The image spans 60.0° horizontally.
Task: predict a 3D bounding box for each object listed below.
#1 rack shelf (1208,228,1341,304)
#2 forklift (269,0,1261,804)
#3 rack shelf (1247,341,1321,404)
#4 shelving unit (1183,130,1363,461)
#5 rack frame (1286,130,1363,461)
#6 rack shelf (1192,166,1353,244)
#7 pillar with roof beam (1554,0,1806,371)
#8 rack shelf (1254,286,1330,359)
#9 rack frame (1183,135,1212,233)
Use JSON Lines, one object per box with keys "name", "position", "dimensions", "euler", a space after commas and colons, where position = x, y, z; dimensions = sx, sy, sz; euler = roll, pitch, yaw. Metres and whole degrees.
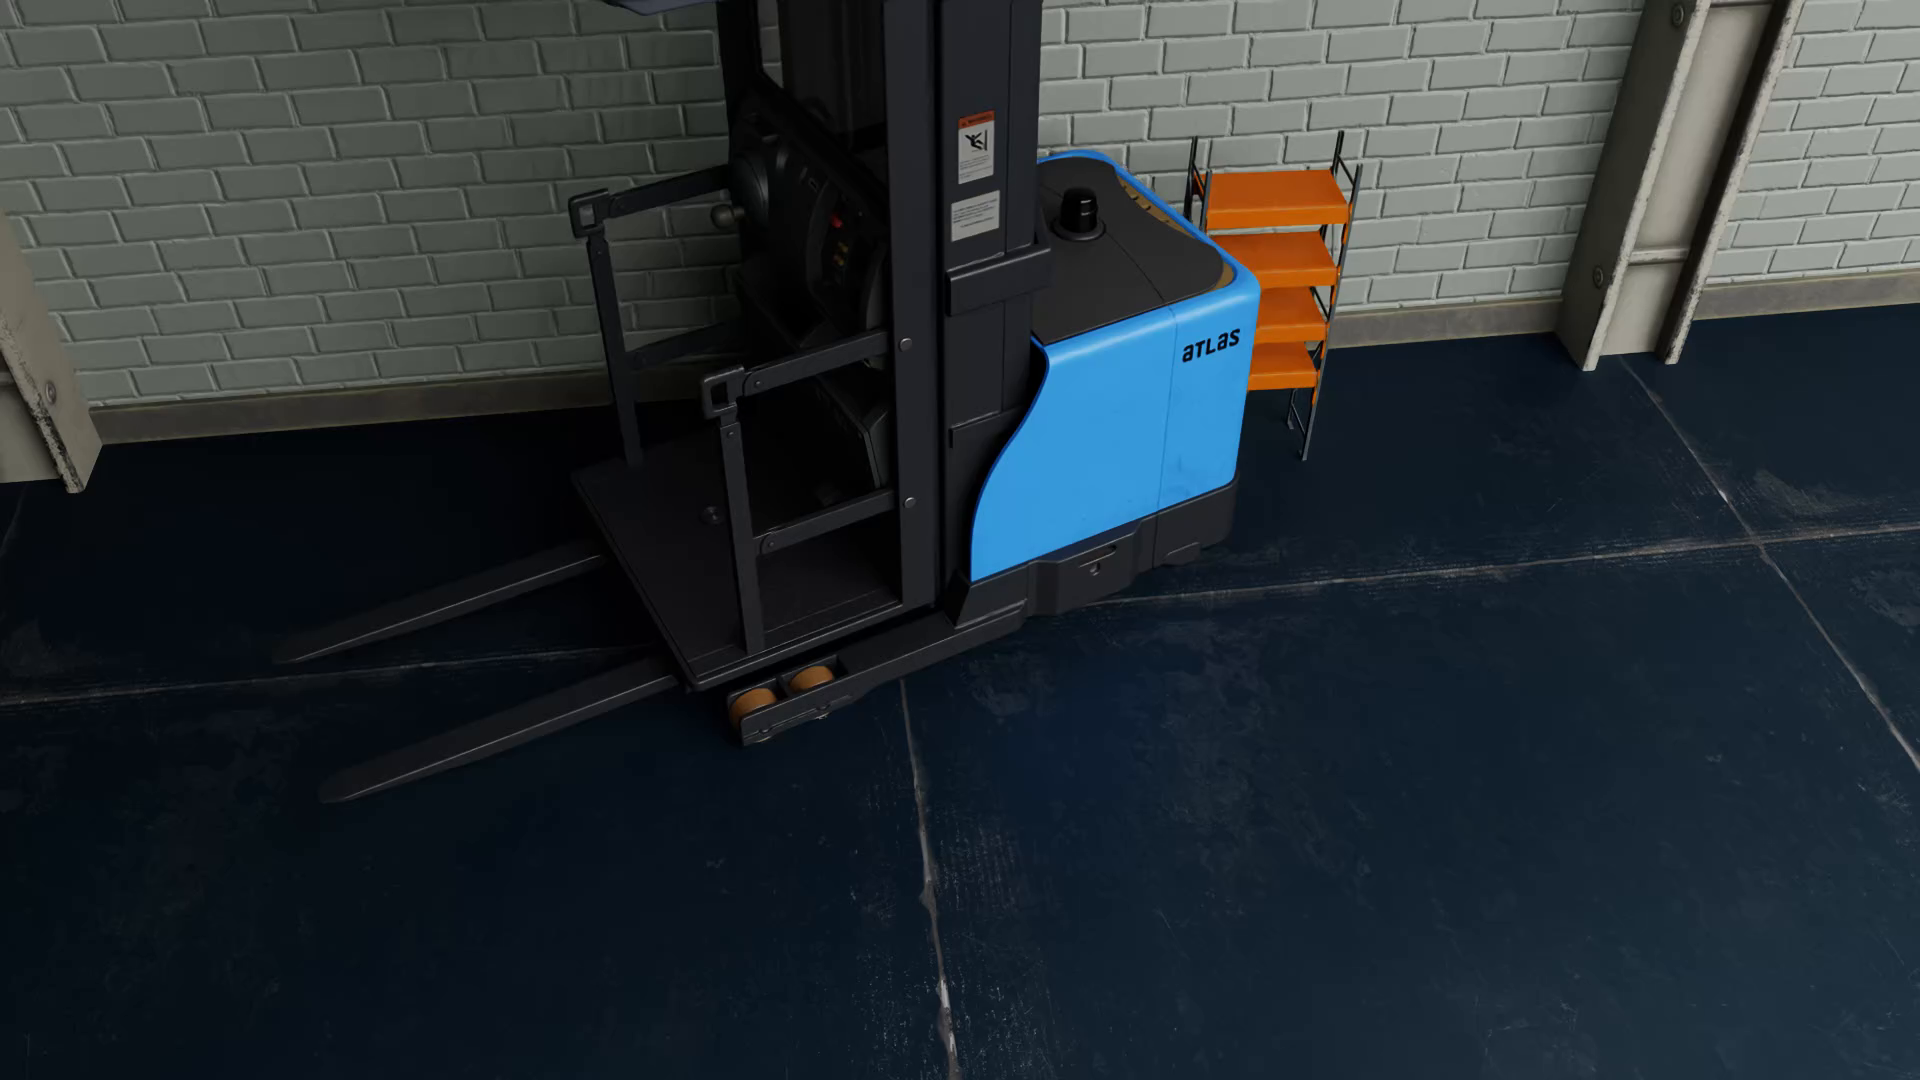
{"name": "rack shelf", "position": [1.011, -0.919, 5.633], "dimensions": [0.480, 0.148, 0.258], "euler": [-3, 42, -5]}
{"name": "forklift", "position": [-0.609, -0.879, 4.536], "dimensions": [3.031, 2.935, 1.130], "euler": [-20, 46, -21]}
{"name": "rack shelf", "position": [1.005, -0.604, 5.914], "dimensions": [0.480, 0.148, 0.258], "euler": [-3, 42, -5]}
{"name": "shelving unit", "position": [1.009, -0.802, 5.737], "dimensions": [0.503, 1.200, 0.258], "euler": [-3, 42, -5]}
{"name": "rack frame", "position": [1.252, -0.816, 5.758], "dimensions": [0.015, 1.200, 0.240], "euler": [-3, 42, -5]}
{"name": "rack shelf", "position": [1.014, -1.095, 5.476], "dimensions": [0.480, 0.148, 0.258], "euler": [-3, 42, -5]}
{"name": "pillar with roof beam", "position": [3.158, -1.260, 0.429], "dimensions": [0.400, 9.000, 9.100], "euler": [-5, 42, -6]}
{"name": "rack shelf", "position": [1.008, -0.752, 5.782], "dimensions": [0.480, 0.148, 0.258], "euler": [-3, 42, -5]}
{"name": "rack frame", "position": [0.766, -0.788, 5.716], "dimensions": [0.015, 1.200, 0.240], "euler": [-3, 42, -5]}
